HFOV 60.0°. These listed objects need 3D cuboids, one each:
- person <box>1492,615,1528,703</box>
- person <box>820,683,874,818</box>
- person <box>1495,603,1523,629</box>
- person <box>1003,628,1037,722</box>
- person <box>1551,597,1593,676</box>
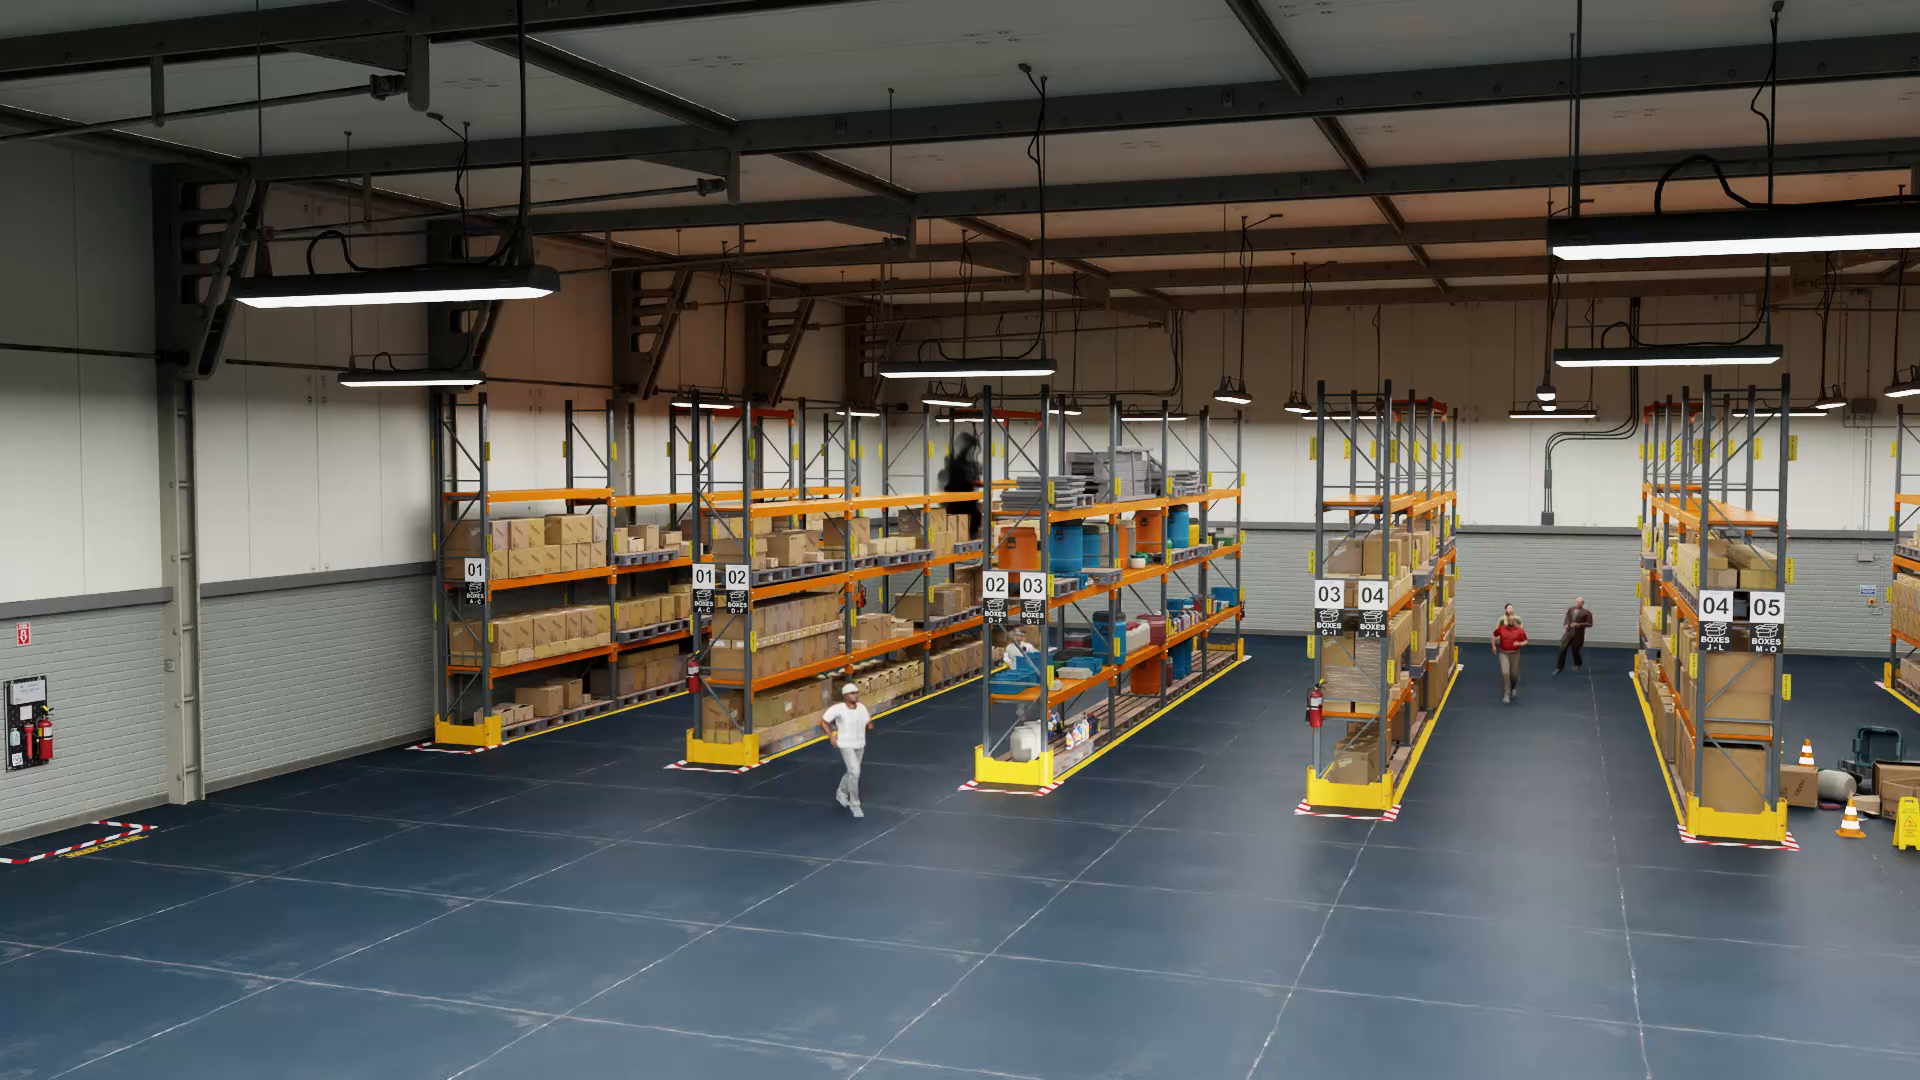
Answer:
[{"bbox_3d":[11.027,2.355,33.341,0.677,1.715,0.988,1,3,14],"label":"person"},{"bbox_3d":[-1.514,2.889,23.014,0.678,1.820,0.738,-3,4,-44],"label":"person"},{"bbox_3d":[11.974,2.246,36.258,0.605,1.736,0.763,1,3,11],"label":"person"},{"bbox_3d":[1.123,2.519,31.084,0.631,1.765,0.739,1,3,21],"label":"person"},{"bbox_3d":[13.818,2.158,37.212,0.968,1.785,0.750,-3,4,-42],"label":"person"}]
